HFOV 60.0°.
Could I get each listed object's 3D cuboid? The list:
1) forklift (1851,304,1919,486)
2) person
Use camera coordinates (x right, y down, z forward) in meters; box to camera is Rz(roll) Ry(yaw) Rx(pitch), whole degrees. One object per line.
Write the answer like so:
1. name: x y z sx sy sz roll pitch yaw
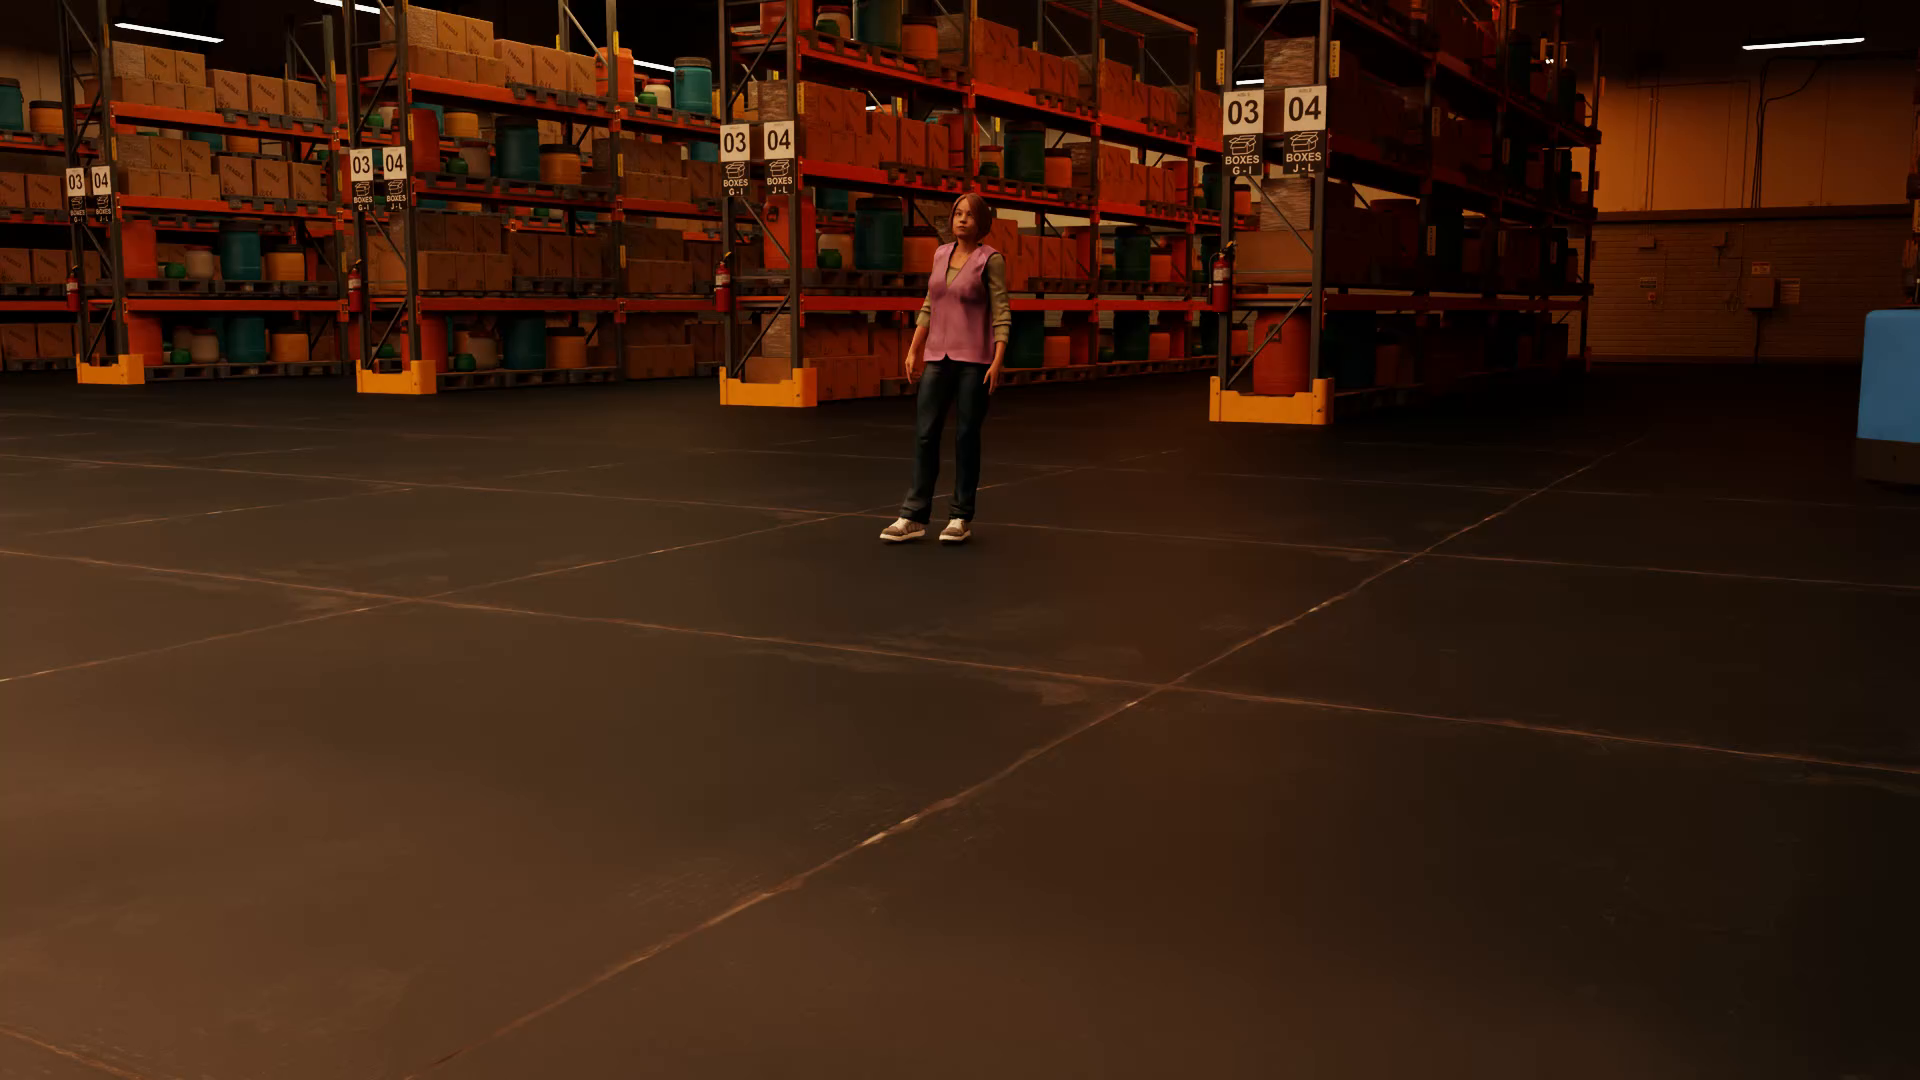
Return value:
1. forklift: 6.941 -1.757 9.827 3.031 2.935 1.130 -2 8 -17
2. person: -0.048 -0.791 7.647 0.520 1.597 0.476 4 9 29
